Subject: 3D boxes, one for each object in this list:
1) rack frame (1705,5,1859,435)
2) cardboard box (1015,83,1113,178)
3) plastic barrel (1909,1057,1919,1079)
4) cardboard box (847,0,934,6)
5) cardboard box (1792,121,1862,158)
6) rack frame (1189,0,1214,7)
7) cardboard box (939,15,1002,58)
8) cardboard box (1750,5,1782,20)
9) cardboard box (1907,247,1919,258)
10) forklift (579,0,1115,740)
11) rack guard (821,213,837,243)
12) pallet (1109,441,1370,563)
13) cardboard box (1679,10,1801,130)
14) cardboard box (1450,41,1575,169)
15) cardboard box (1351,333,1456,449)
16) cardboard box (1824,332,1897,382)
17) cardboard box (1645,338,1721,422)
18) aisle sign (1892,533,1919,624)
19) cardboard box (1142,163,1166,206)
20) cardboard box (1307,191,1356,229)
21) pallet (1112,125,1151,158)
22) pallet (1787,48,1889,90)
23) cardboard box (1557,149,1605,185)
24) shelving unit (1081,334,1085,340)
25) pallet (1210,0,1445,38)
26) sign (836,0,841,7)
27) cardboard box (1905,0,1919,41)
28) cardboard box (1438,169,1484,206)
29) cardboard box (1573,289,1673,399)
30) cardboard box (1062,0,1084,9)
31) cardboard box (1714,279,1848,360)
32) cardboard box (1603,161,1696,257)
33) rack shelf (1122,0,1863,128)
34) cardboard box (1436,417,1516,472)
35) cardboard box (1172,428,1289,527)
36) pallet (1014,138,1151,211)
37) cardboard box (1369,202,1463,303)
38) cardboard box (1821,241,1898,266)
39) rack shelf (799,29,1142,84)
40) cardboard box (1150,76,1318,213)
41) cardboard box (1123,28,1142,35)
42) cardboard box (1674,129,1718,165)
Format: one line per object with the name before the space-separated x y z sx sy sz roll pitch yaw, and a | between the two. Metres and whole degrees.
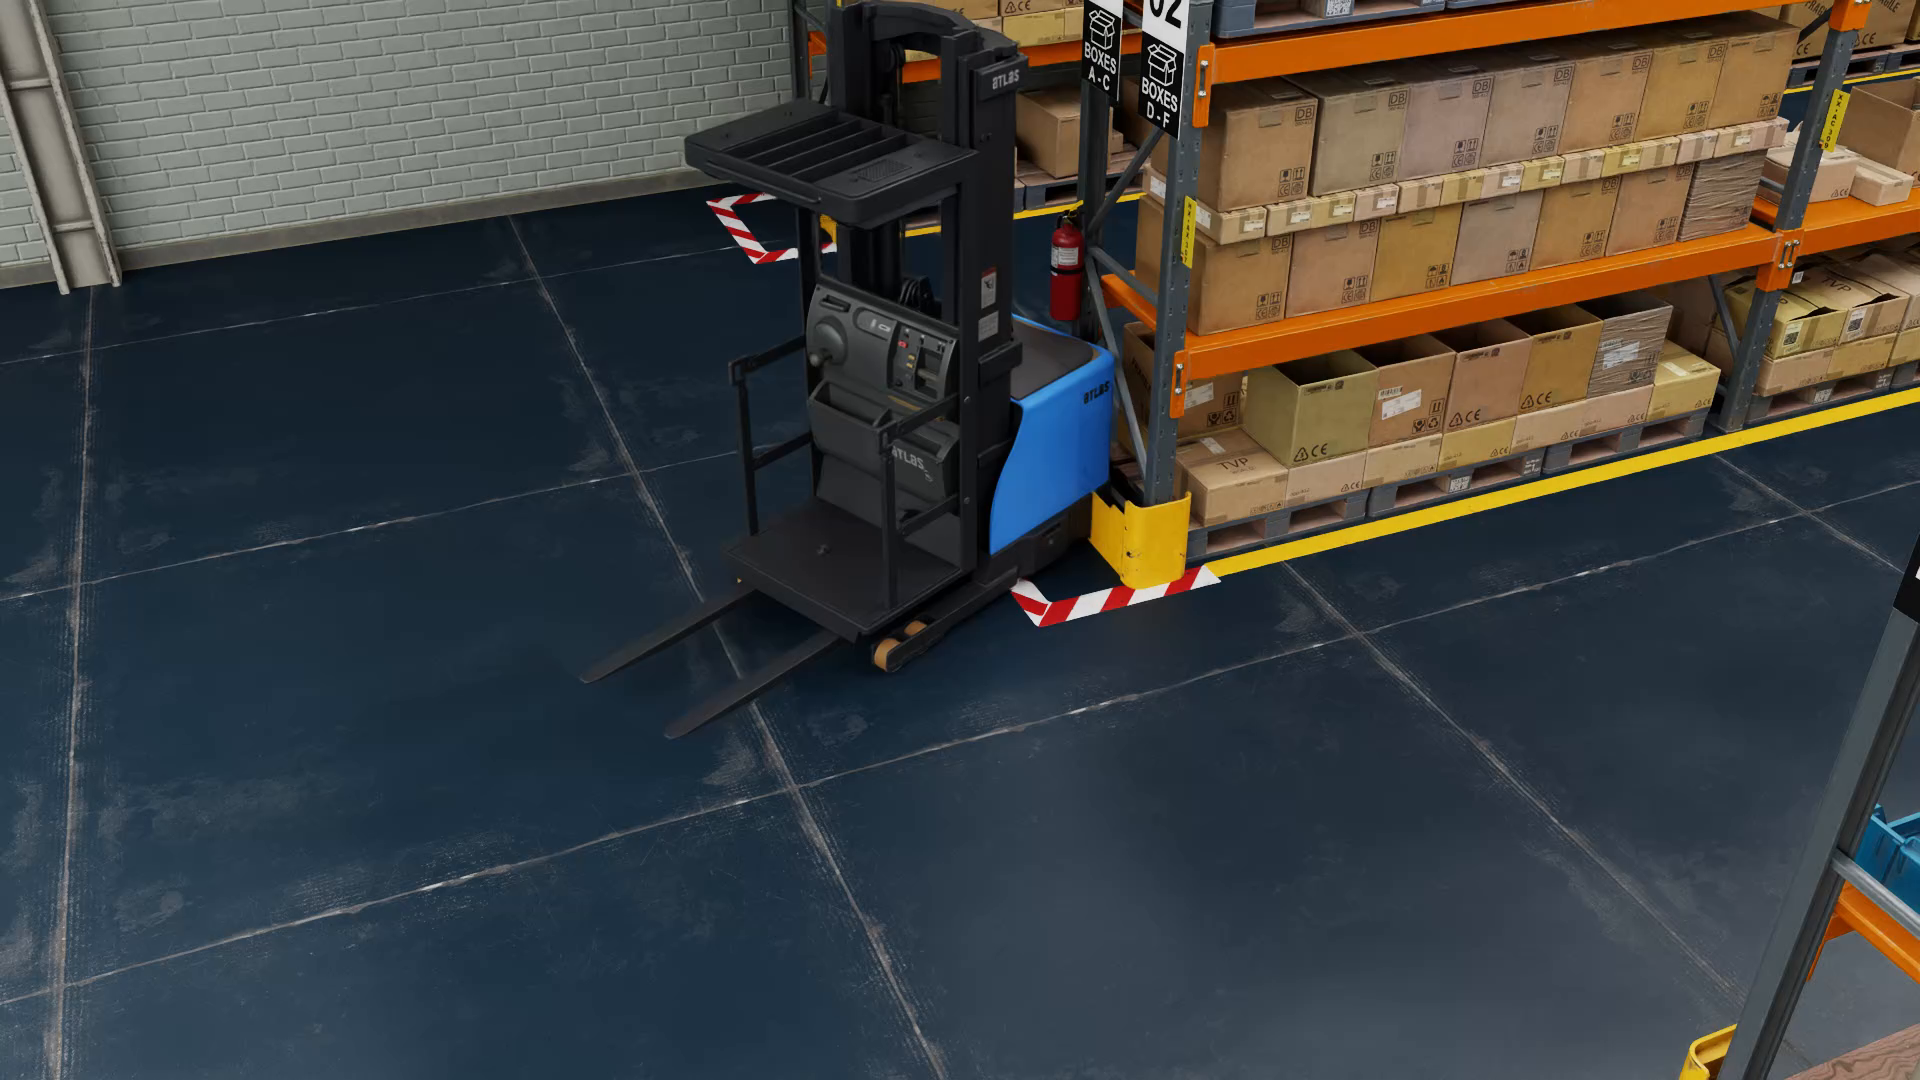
rack frame | 4.545 -2.165 9.745 0.127 3.000 1.000 -13 35 -19
cardboard box | 0.829 -3.298 13.375 0.500 0.500 0.700 -15 36 -22
plastic barrel | 3.348 1.861 5.454 0.421 0.512 0.421 0 33 0
cardboard box | -0.508 -4.020 12.027 0.500 0.500 0.500 -13 35 -19
cardboard box | 5.284 -2.386 10.208 0.258 0.266 0.396 -14 35 -20
rack frame | 0.856 -3.835 6.811 0.127 3.000 1.000 -13 35 -19
cardboard box | -0.019 -3.816 12.402 0.500 0.250 0.500 -14 36 -20
cardboard box | 7.040 -4.864 15.479 0.750 0.750 0.750 -13 35 -20
cardboard box | 6.439 -1.711 10.668 0.500 0.311 0.500 -12 35 -18
forklift | -0.525 -0.892 7.851 1.130 2.935 3.031 26 41 34
rack guard | -0.995 -2.779 12.980 0.348 0.500 1.175 -13 35 -19
pallet | 1.545 -0.334 9.488 1.213 0.211 1.003 -13 35 -19
cardboard box | 4.138 -2.654 9.215 0.500 0.500 0.700 -13 35 -19
cardboard box | 2.750 -2.336 8.726 0.500 0.500 0.700 -13 35 -19
cardboard box | 2.353 -0.878 9.216 0.500 0.500 0.500 -13 35 -19
cardboard box | 5.484 -1.256 10.484 0.500 0.250 0.500 -12 35 -18
cardboard box | 4.202 -0.980 10.061 0.500 0.250 0.500 -13 35 -19
aisle sign | 2.589 -0.052 4.115 0.004 0.787 0.394 -13 35 -19
cardboard box | 1.135 -1.811 8.514 0.250 0.149 0.380 -13 35 -20
cardboard box | 1.775 -1.718 8.371 0.250 0.149 0.380 -13 35 -19
pallet | 2.018 -3.327 14.087 1.213 0.211 1.003 -13 35 -19
pallet | 8.191 -4.715 16.220 1.213 0.211 1.003 -13 35 -19
cardboard box | 3.205 -2.046 8.876 0.250 0.149 0.380 -12 35 -18
shelving unit | 0.590 -0.663 9.176 0.210 0.900 0.258 -11 34 -31
pallet | 1.518 -2.677 7.862 1.213 0.211 1.003 -13 35 -19
sign | -0.855 -3.900 11.618 0.005 0.325 0.100 -13 35 -19
cardboard box | 9.451 -5.416 16.328 0.750 0.750 0.750 -12 35 -18
cardboard box | 2.488 -1.882 8.623 0.250 0.149 0.380 -13 35 -20
cardboard box | 3.736 -1.195 9.703 0.500 0.500 0.500 -13 35 -19
cardboard box | 0.902 -4.340 12.520 0.500 0.500 0.500 -12 35 -17
cardboard box | 5.022 -1.385 10.169 0.500 0.311 0.500 -13 35 -19
cardboard box | 3.654 -1.995 9.392 0.500 0.500 0.700 -13 35 -19
rack shelf | 2.700 -2.698 8.474 4.000 0.370 1.077 -13 35 -19
cardboard box | 2.821 -0.661 9.570 0.500 0.250 0.500 -13 35 -19
cardboard box | 1.437 -0.345 9.084 0.500 0.250 0.500 -13 35 -19
pallet | 0.891 -3.067 13.688 1.213 0.211 1.003 -13 35 -19
cardboard box | 2.234 -1.669 8.892 0.500 0.500 0.700 -13 35 -19
cardboard box | 5.745 -1.870 10.914 0.500 0.311 0.500 -13 35 -19
rack shelf | 0.779 -3.931 13.119 4.000 0.370 1.077 -13 35 -19
cardboard box | 1.341 -2.009 8.224 0.500 0.500 0.700 -13 35 -19
cardboard box | 1.384 -4.133 12.889 0.500 0.250 0.500 -13 35 -19
cardboard box | 3.907 -2.206 9.121 0.250 0.149 0.380 -14 36 -20
